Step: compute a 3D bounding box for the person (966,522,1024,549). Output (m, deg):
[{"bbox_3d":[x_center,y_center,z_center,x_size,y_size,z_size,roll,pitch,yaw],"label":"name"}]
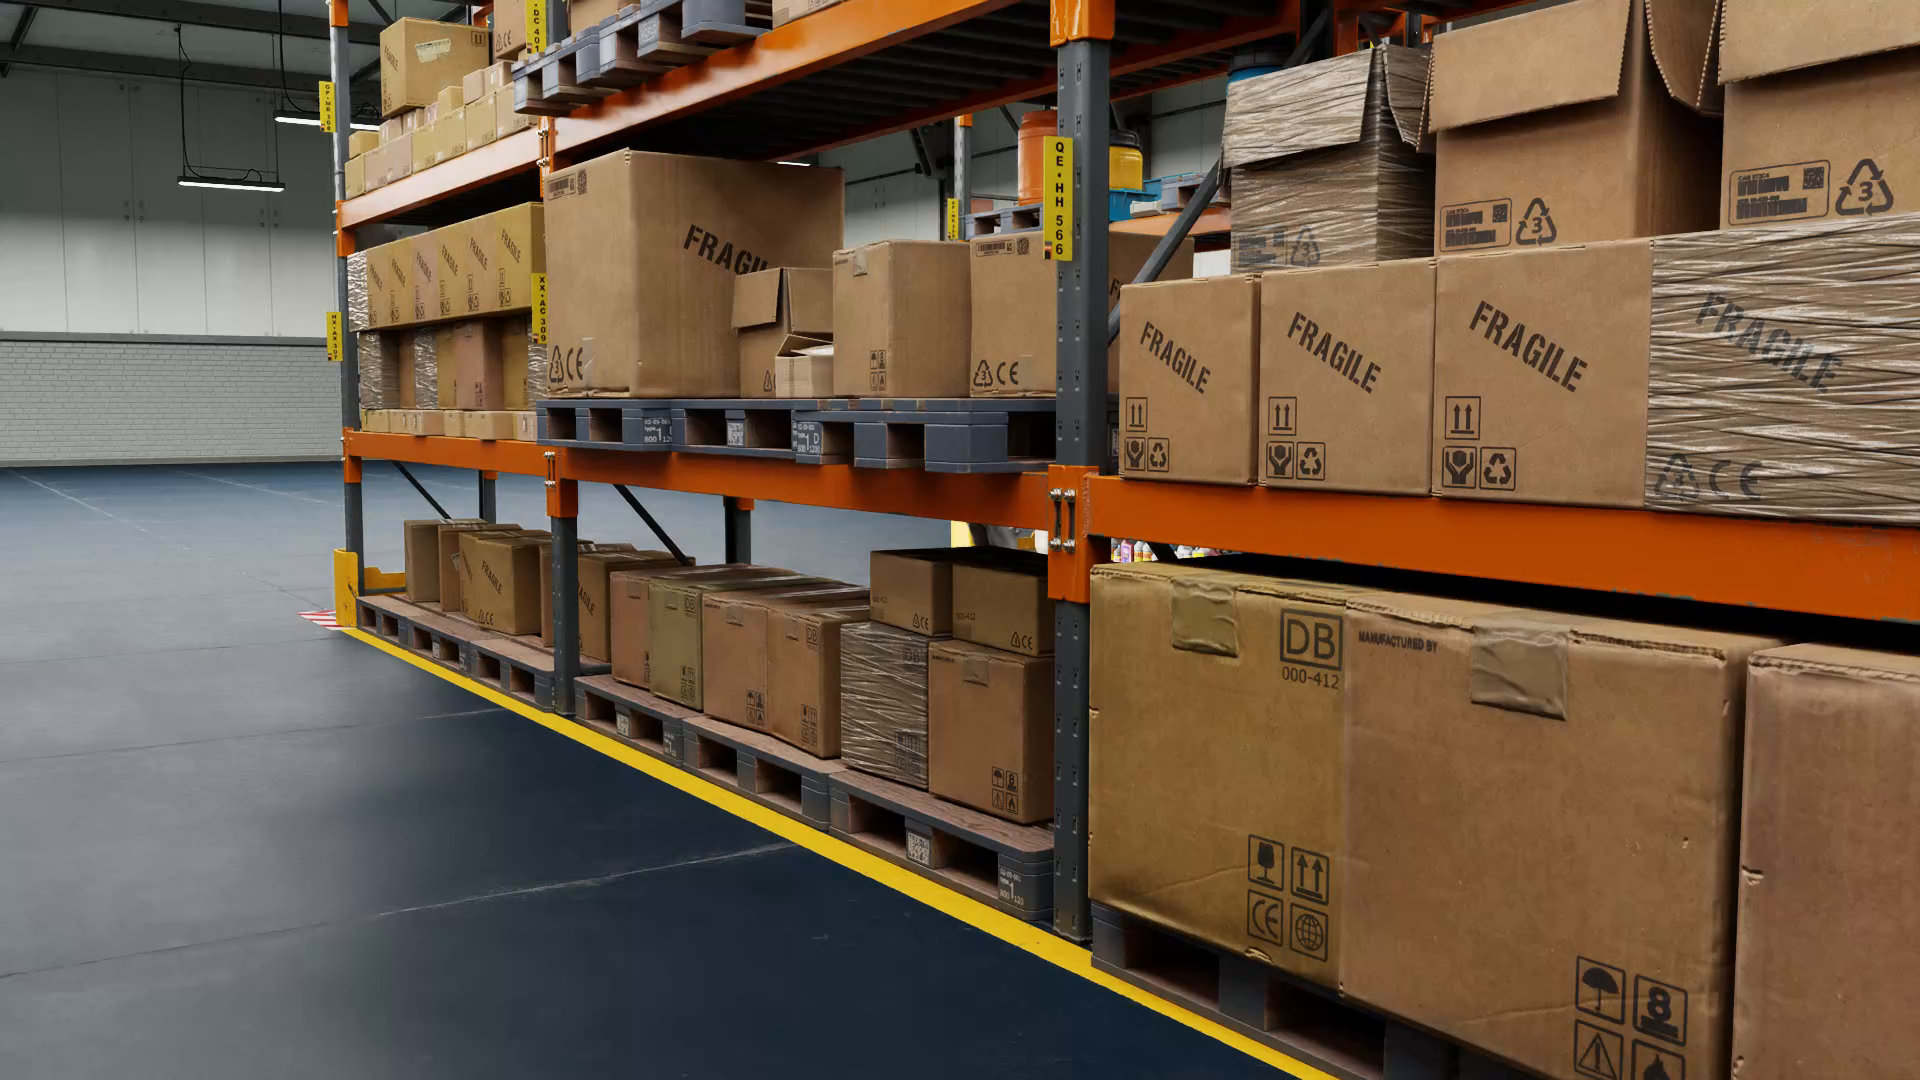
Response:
[{"bbox_3d":[0.214,-0.185,10.253,0.409,1.666,0.547,-4,6,-37],"label":"person"}]
